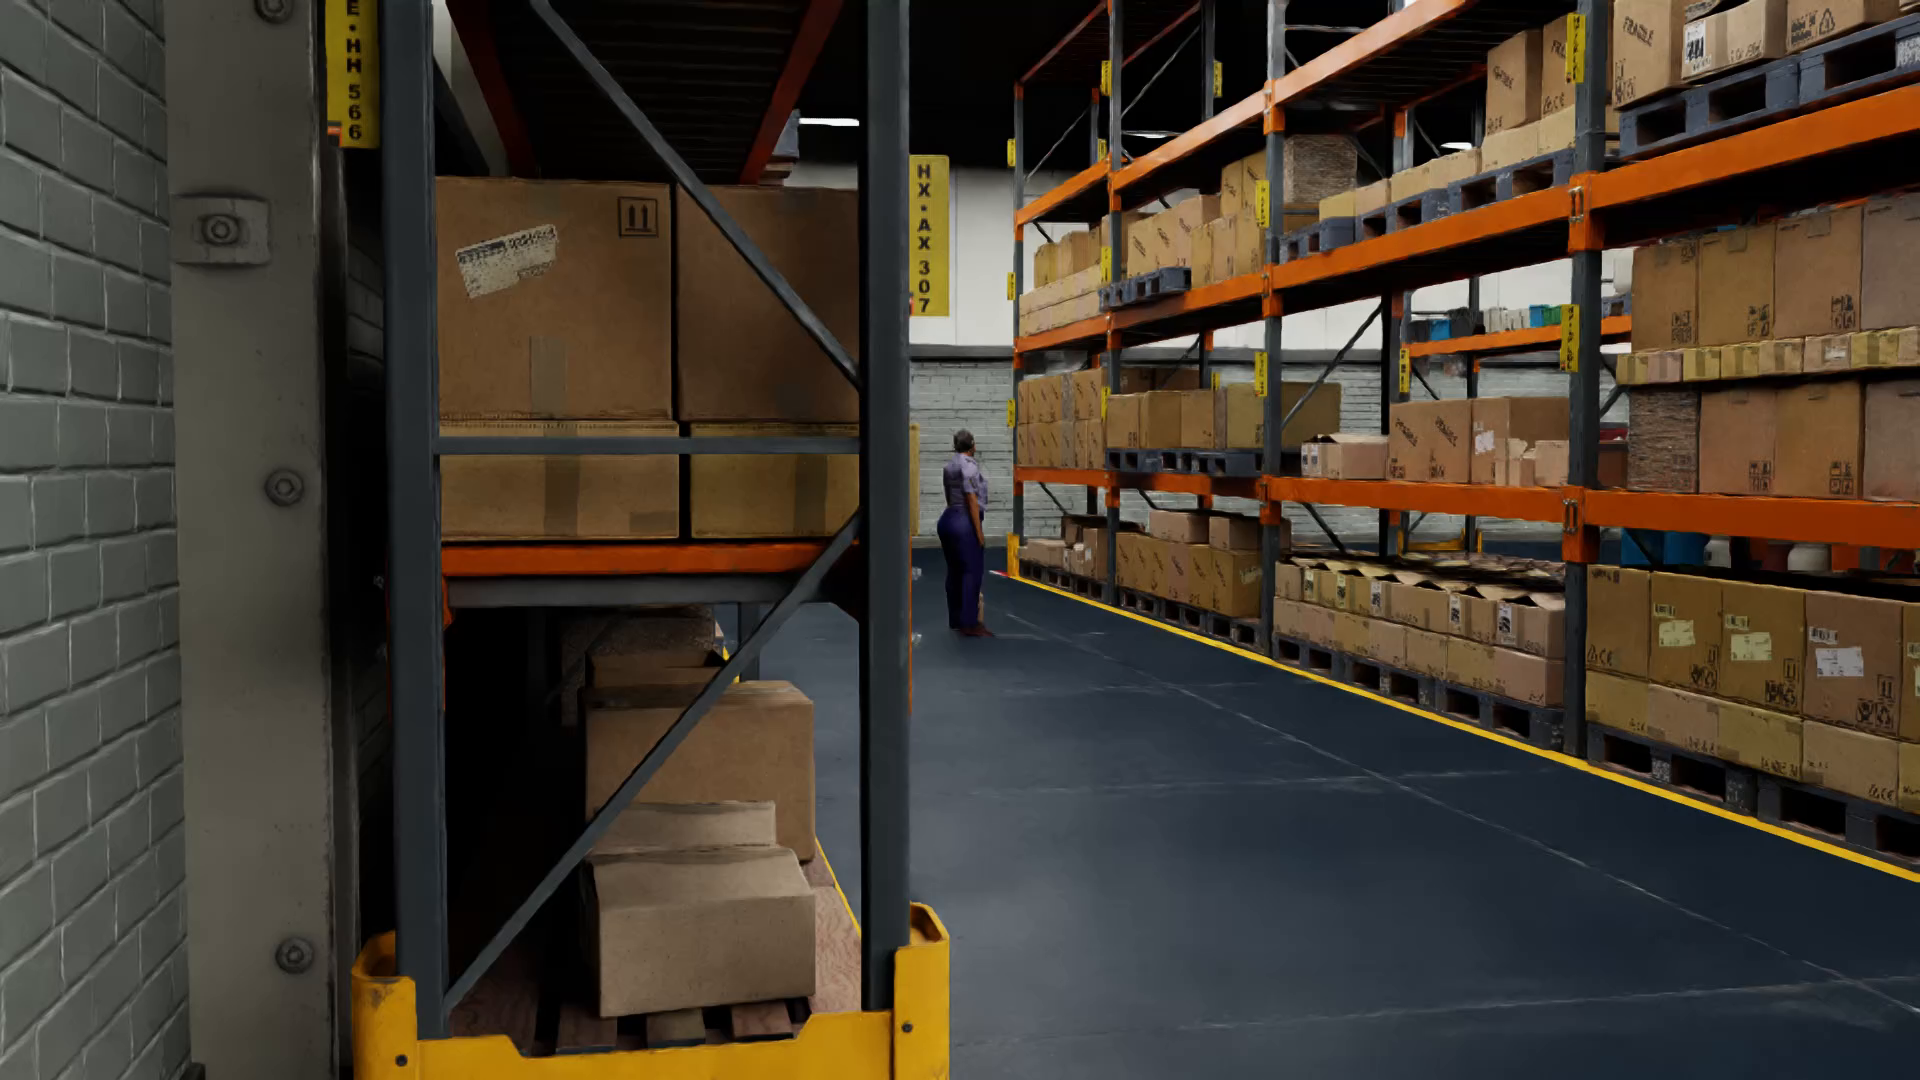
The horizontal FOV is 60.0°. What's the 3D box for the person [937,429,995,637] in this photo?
[{"bbox_3d":[0.044,-0.058,13.509,0.398,1.684,0.515,-1,3,-25],"label":"person"}]
